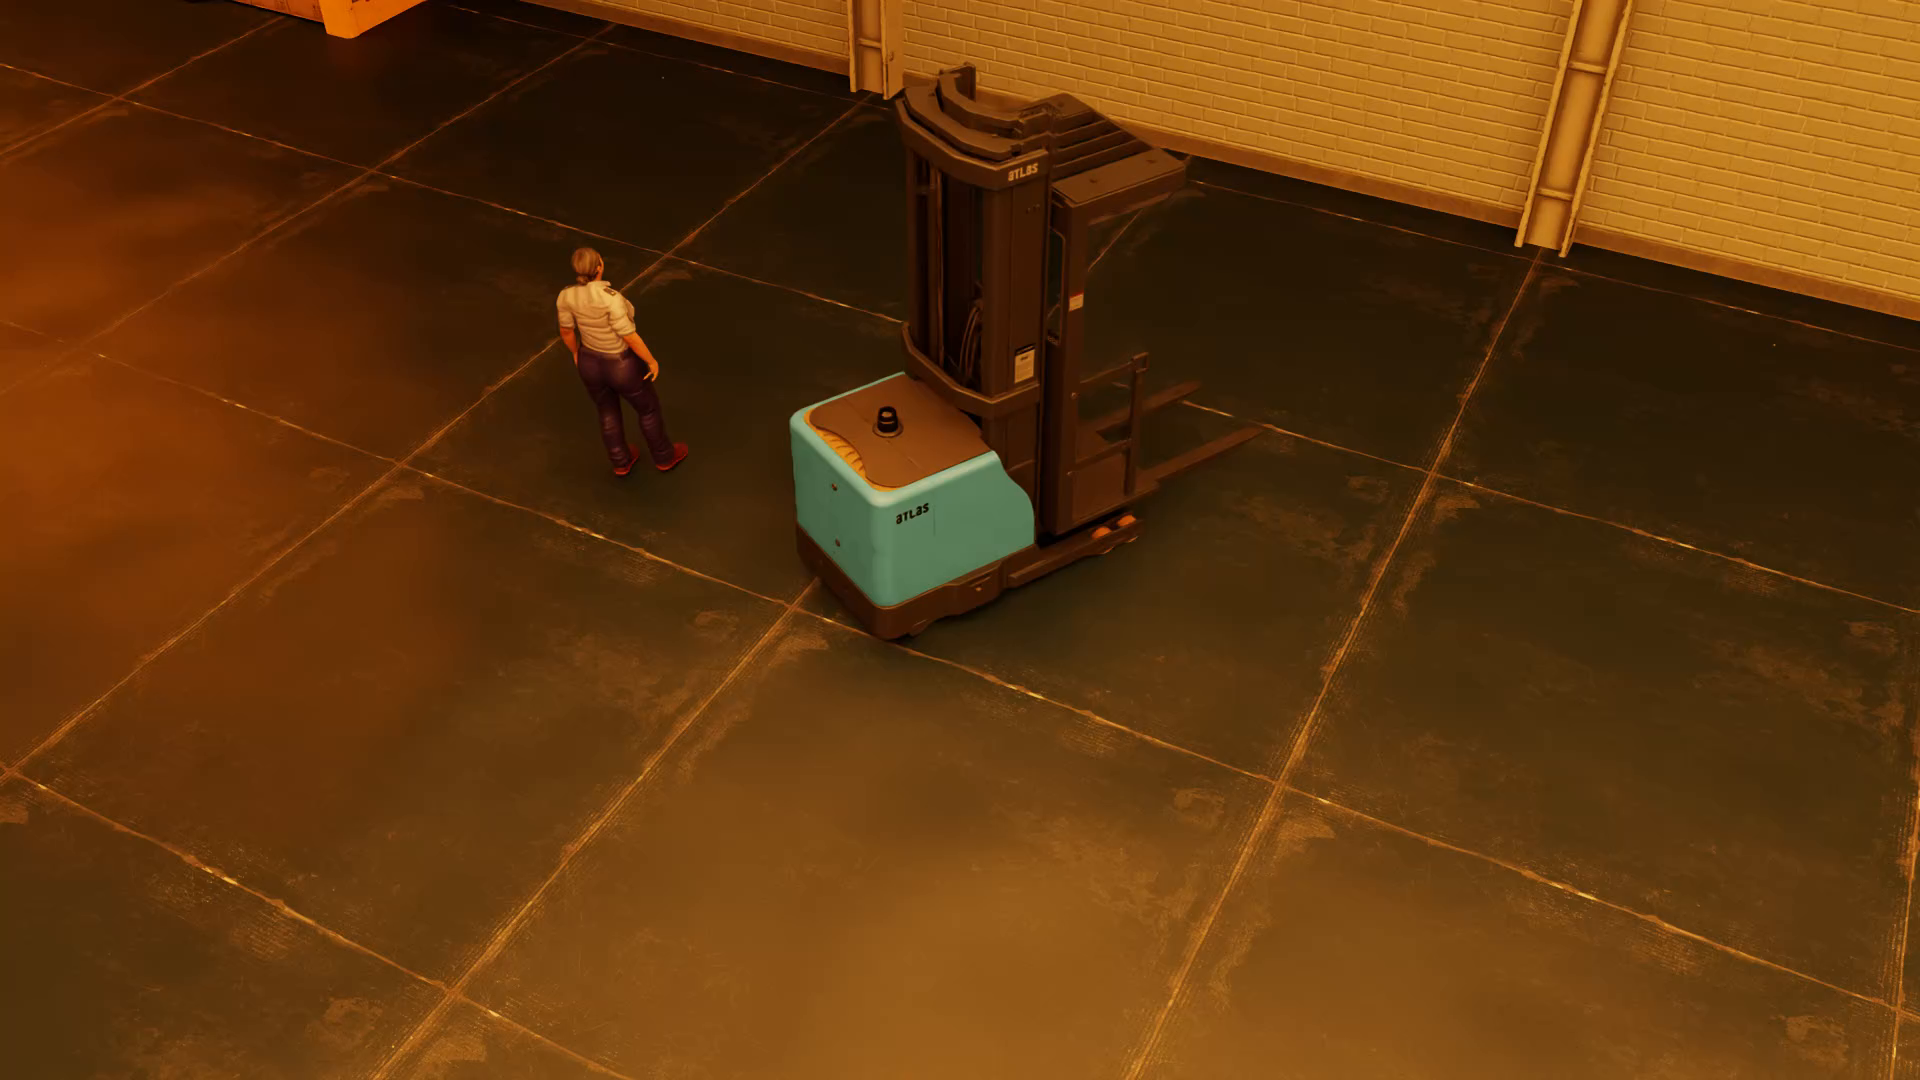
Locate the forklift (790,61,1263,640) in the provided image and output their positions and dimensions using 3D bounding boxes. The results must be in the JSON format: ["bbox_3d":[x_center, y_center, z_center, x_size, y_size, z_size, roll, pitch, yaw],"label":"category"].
[{"bbox_3d":[0.524,-1.296,9.526,3.031,2.935,1.130,-23,45,-25],"label":"forklift"}]

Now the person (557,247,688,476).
[{"bbox_3d":[-2.118,-1.137,10.325,0.587,1.654,0.504,12,41,13],"label":"person"}]
